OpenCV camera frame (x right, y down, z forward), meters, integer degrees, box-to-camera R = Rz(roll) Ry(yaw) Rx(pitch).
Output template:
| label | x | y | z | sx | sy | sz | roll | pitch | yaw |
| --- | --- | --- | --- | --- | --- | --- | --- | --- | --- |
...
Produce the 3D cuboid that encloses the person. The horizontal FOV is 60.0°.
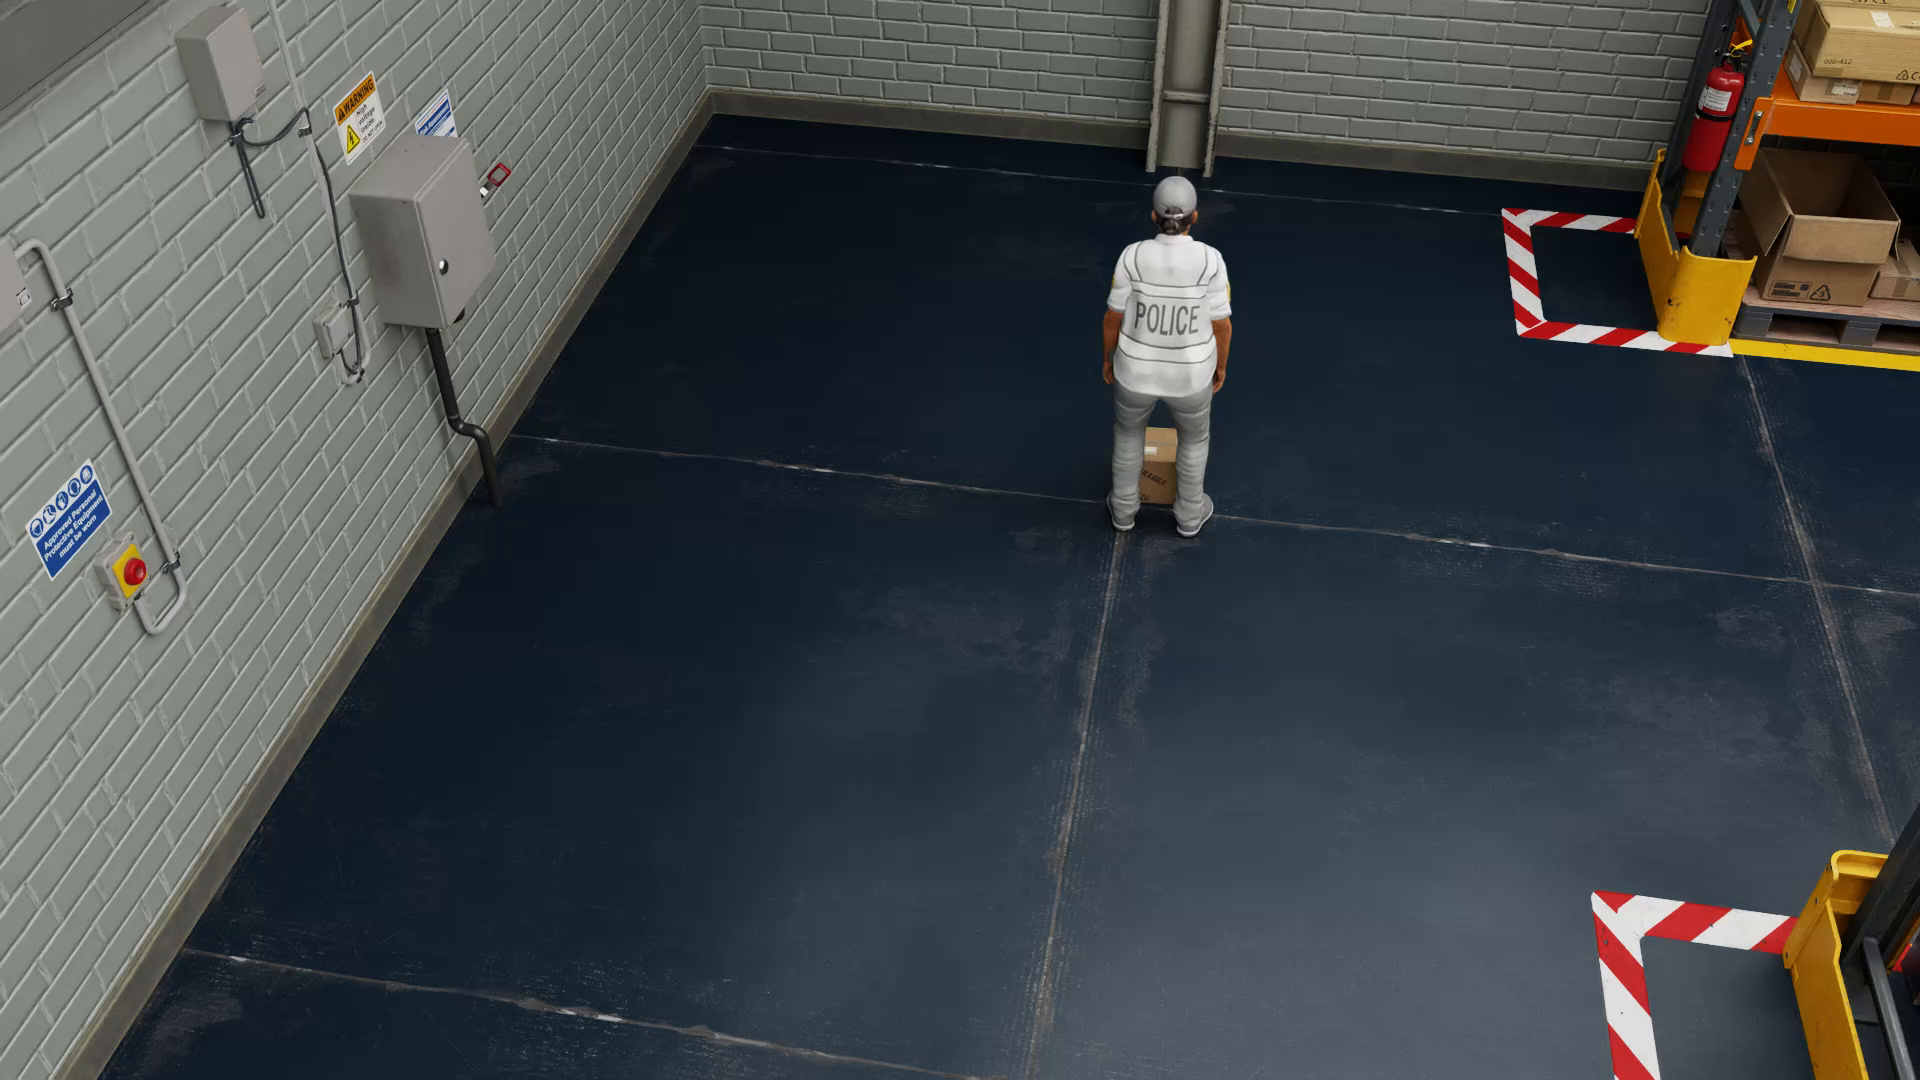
| label | x | y | z | sx | sy | sz | roll | pitch | yaw |
| --- | --- | --- | --- | --- | --- | --- | --- | --- | --- |
| person | 0.870 | -0.739 | 7.009 | 0.547 | 1.666 | 0.473 | 6 | 41 | 7 |
